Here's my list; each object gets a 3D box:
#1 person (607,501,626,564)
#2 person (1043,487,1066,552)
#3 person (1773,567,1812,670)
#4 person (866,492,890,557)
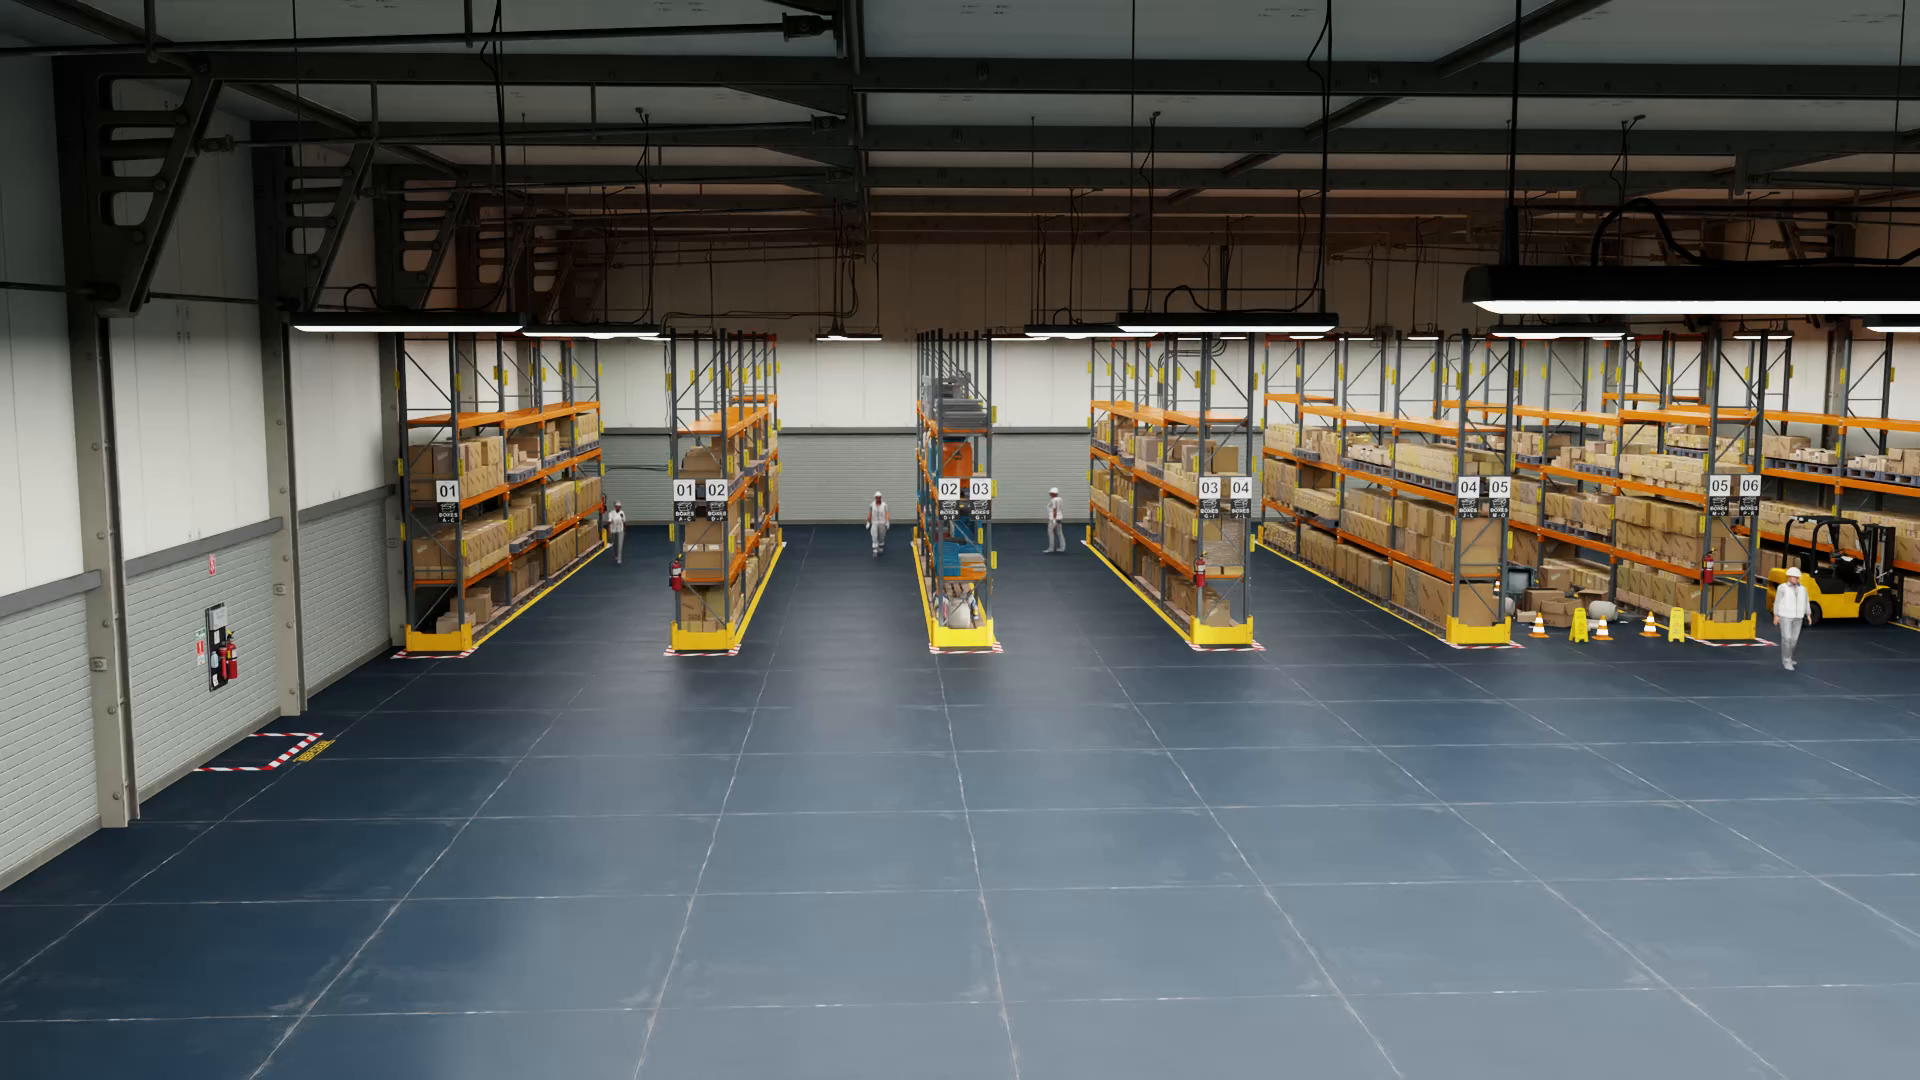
[{"bbox_3d":[-8.976,-0.211,43.463,0.444,1.607,1.051,-1,7,-5],"label":"person"},{"bbox_3d":[2.602,-0.546,45.777,0.611,1.807,0.566,4,8,32],"label":"person"},{"bbox_3d":[14.785,1.387,29.525,0.580,1.817,0.580,0,7,-2],"label":"person"},{"bbox_3d":[-2.209,-0.435,44.711,0.633,1.724,1.034,0,7,-2],"label":"person"}]
